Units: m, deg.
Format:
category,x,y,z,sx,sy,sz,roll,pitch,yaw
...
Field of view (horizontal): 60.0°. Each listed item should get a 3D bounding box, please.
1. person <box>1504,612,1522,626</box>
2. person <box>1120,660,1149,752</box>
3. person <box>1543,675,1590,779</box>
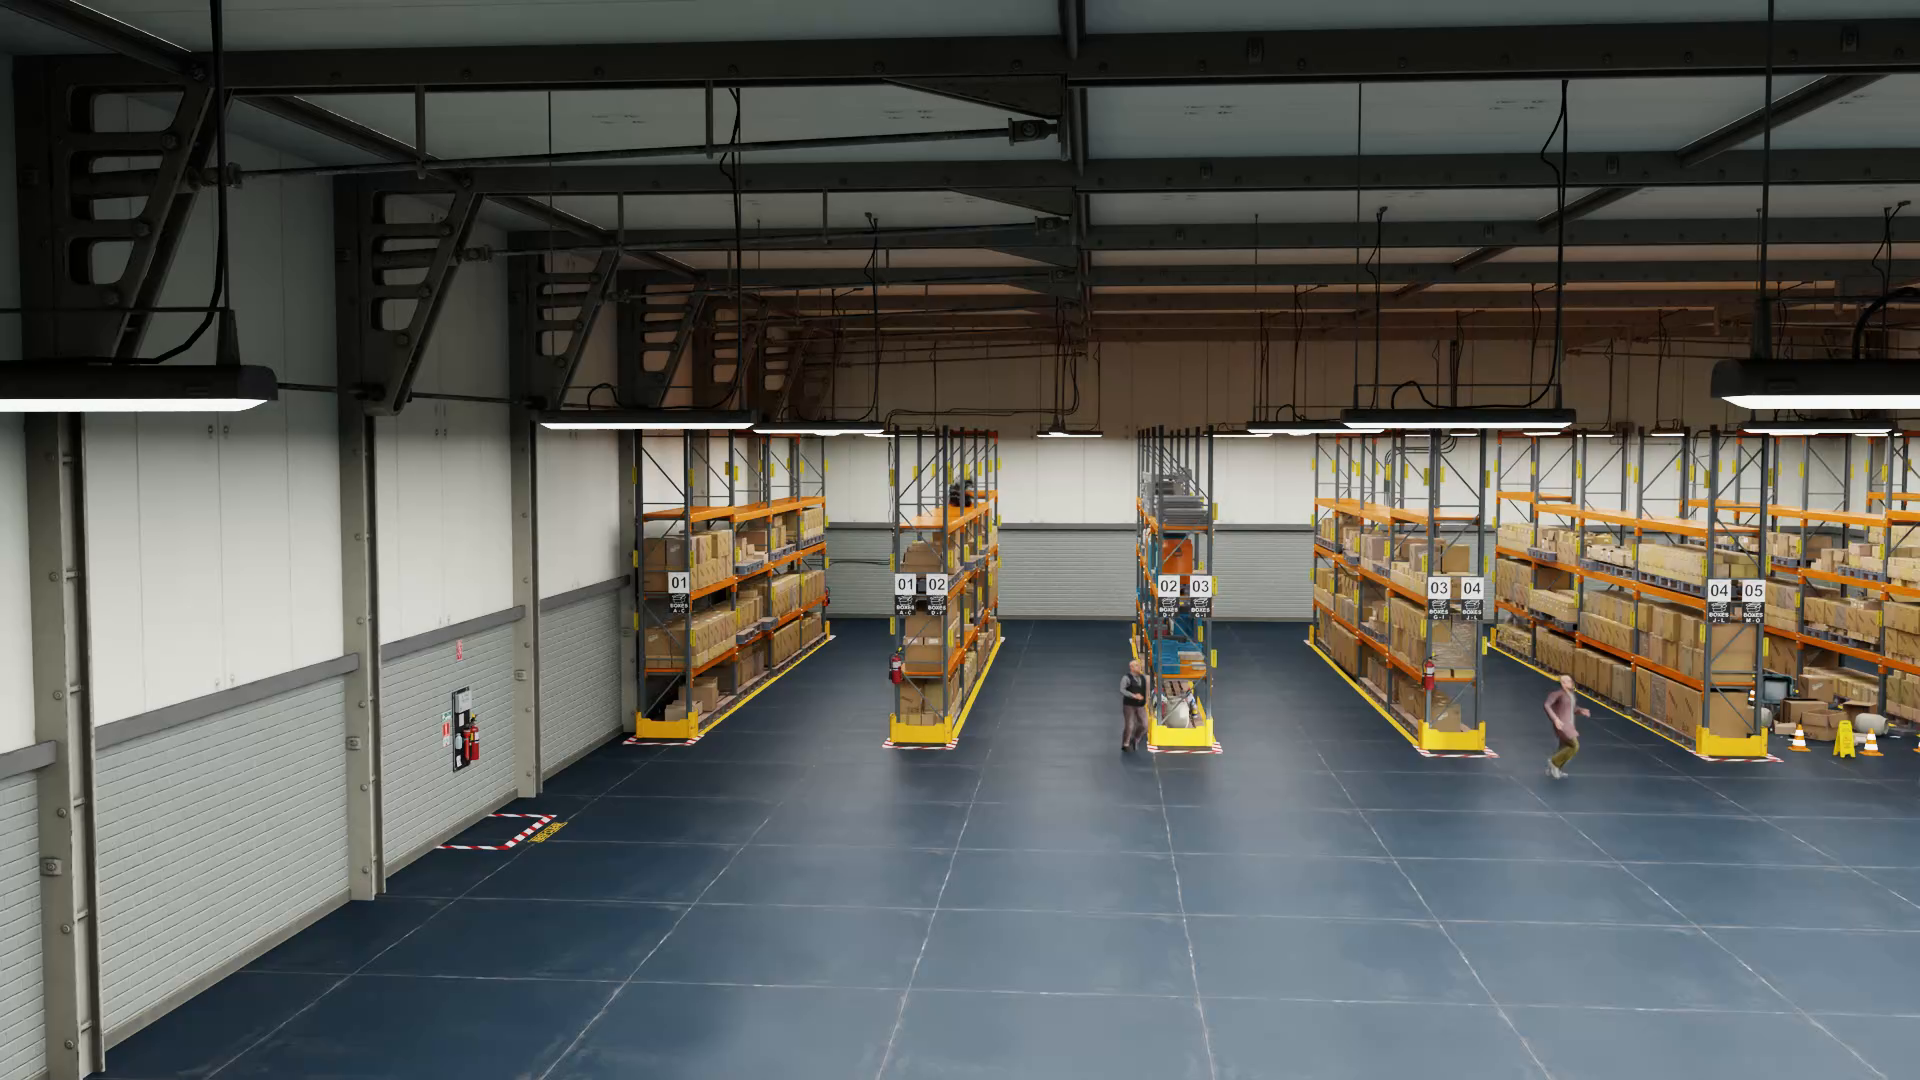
category,x,y,z,sx,sy,sz,roll,pitch,yaw
person,15.866,2.038,47.455,0.573,1.643,0.571,0,3,-4
person,3.226,3.045,30.371,0.683,1.691,0.605,-2,4,-25
person,10.255,3.155,28.060,0.683,1.751,0.684,3,5,43
